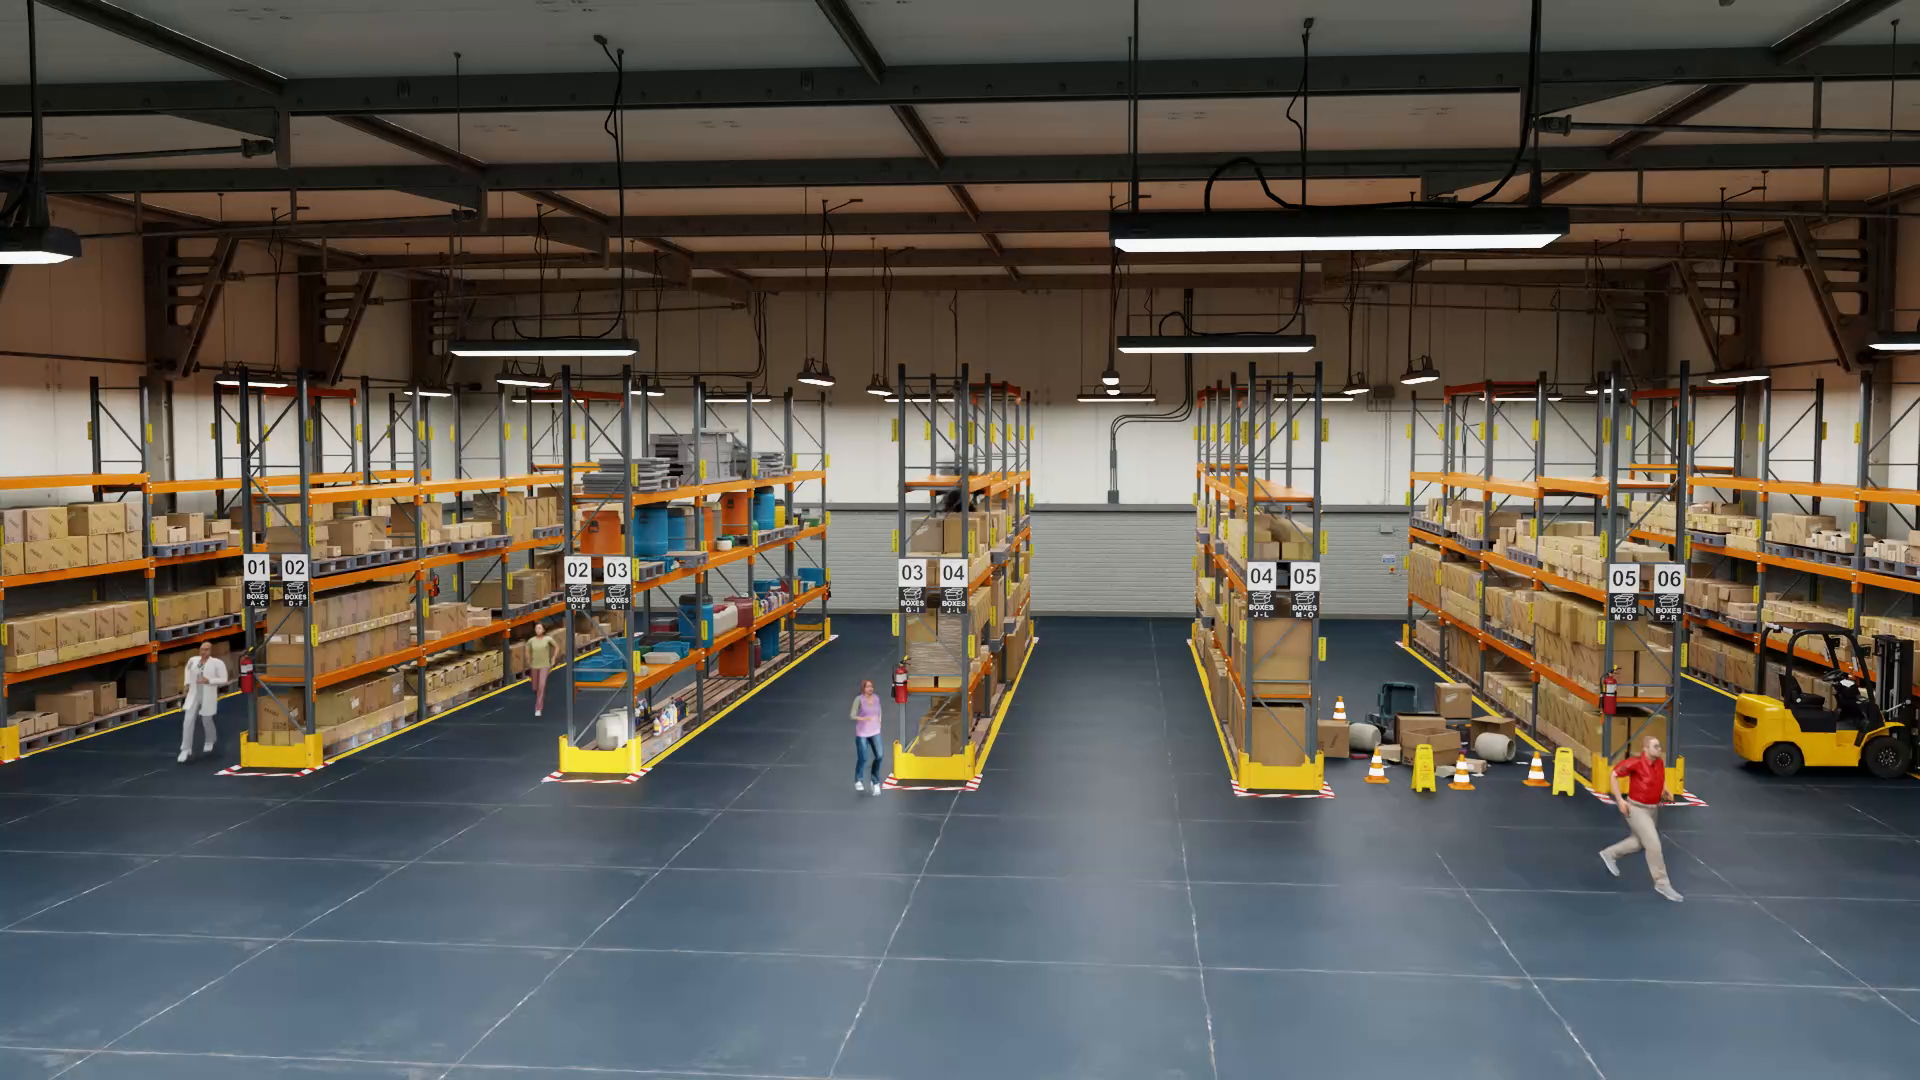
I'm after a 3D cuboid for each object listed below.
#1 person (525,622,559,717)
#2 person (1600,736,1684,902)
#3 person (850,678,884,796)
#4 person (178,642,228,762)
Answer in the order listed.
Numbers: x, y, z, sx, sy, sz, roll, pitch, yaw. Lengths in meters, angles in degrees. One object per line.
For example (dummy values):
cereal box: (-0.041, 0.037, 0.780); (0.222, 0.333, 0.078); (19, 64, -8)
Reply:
person: (-7.482, 2.284, 29.707); (0.593, 1.640, 0.875); (0, 4, -4)
person: (7.432, 2.985, 18.157); (0.686, 1.735, 1.030); (-2, 4, -34)
person: (-1.272, 2.738, 23.006); (0.532, 1.655, 0.619); (-2, 4, -24)
person: (-11.626, 2.468, 25.604); (0.718, 1.723, 1.083); (0, 4, -6)
